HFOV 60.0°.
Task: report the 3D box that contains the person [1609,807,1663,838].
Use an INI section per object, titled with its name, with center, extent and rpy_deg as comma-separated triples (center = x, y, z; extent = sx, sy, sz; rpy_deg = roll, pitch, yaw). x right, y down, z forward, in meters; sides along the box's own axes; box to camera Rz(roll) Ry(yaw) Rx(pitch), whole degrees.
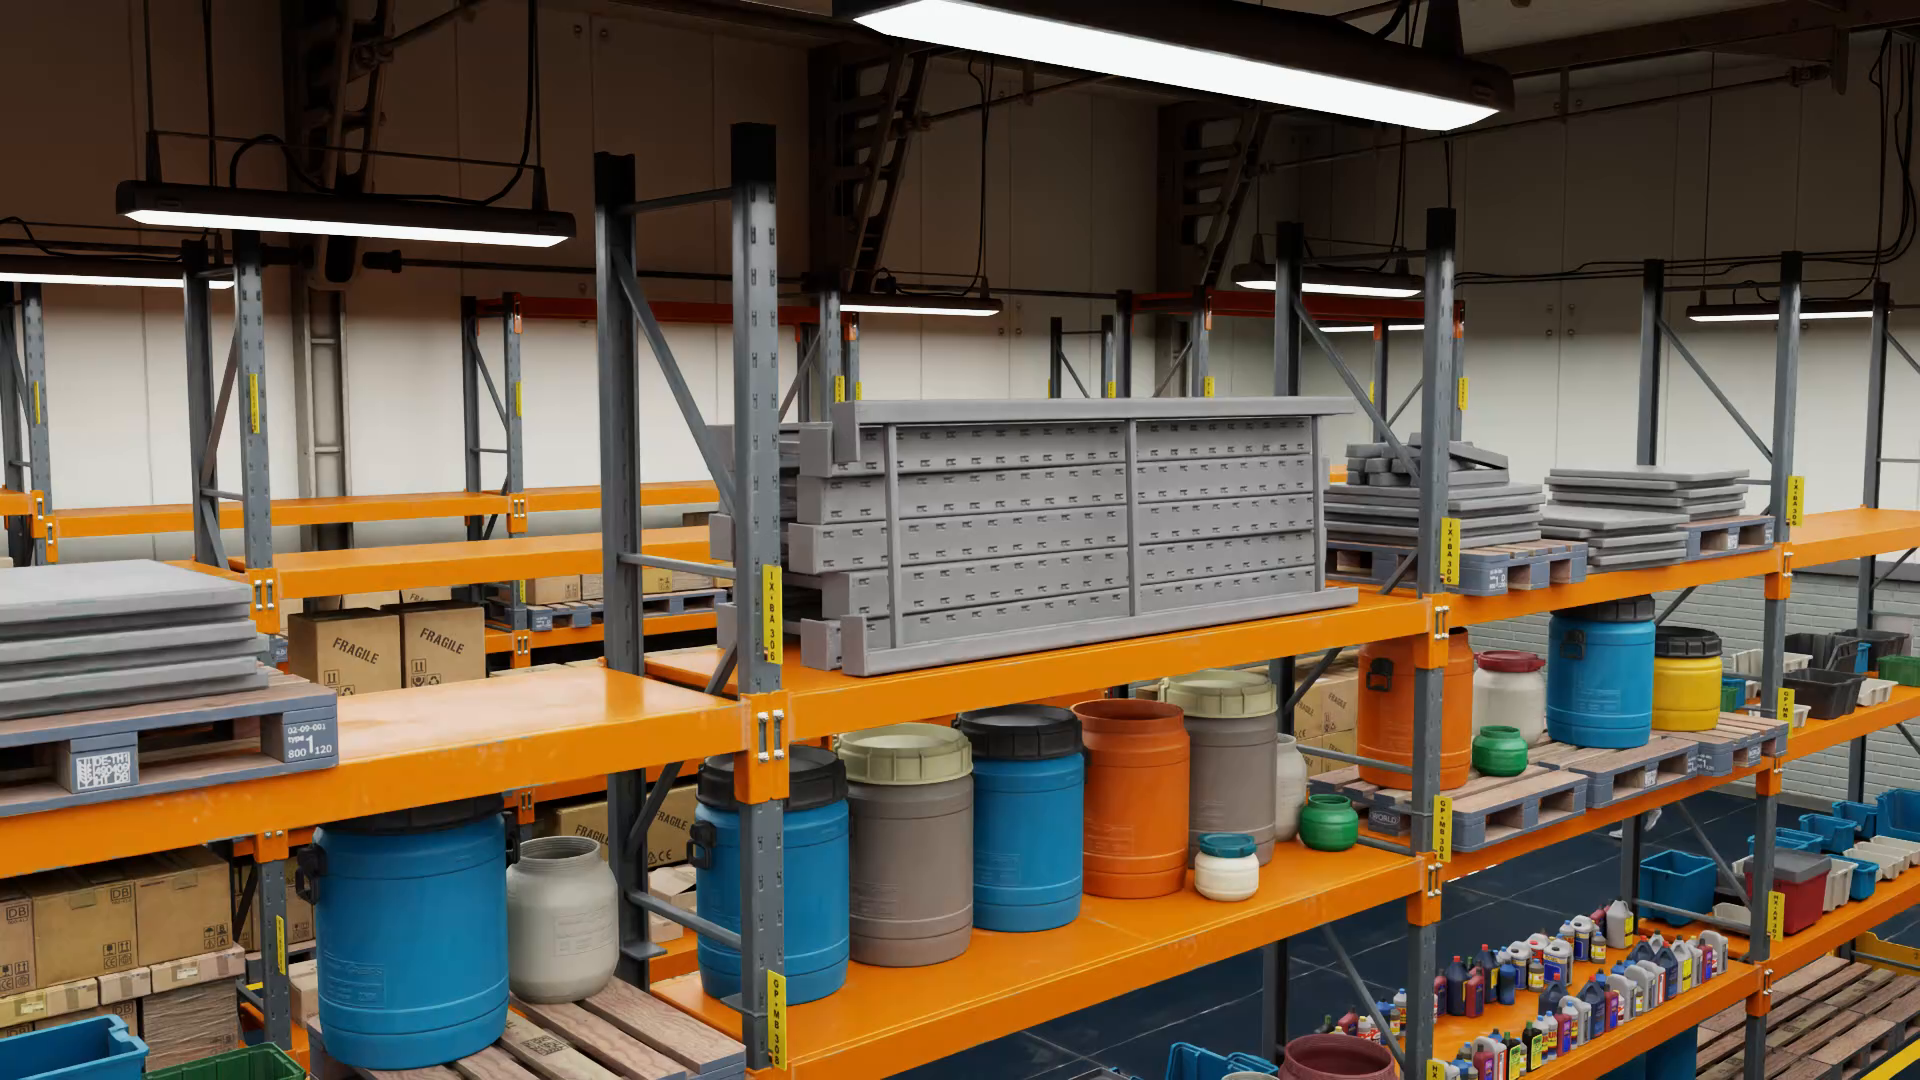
[person]
center = 7.676, 2.535, 18.821
extent = 0.608, 1.671, 0.456
rpy_deg = 1, 5, 8
